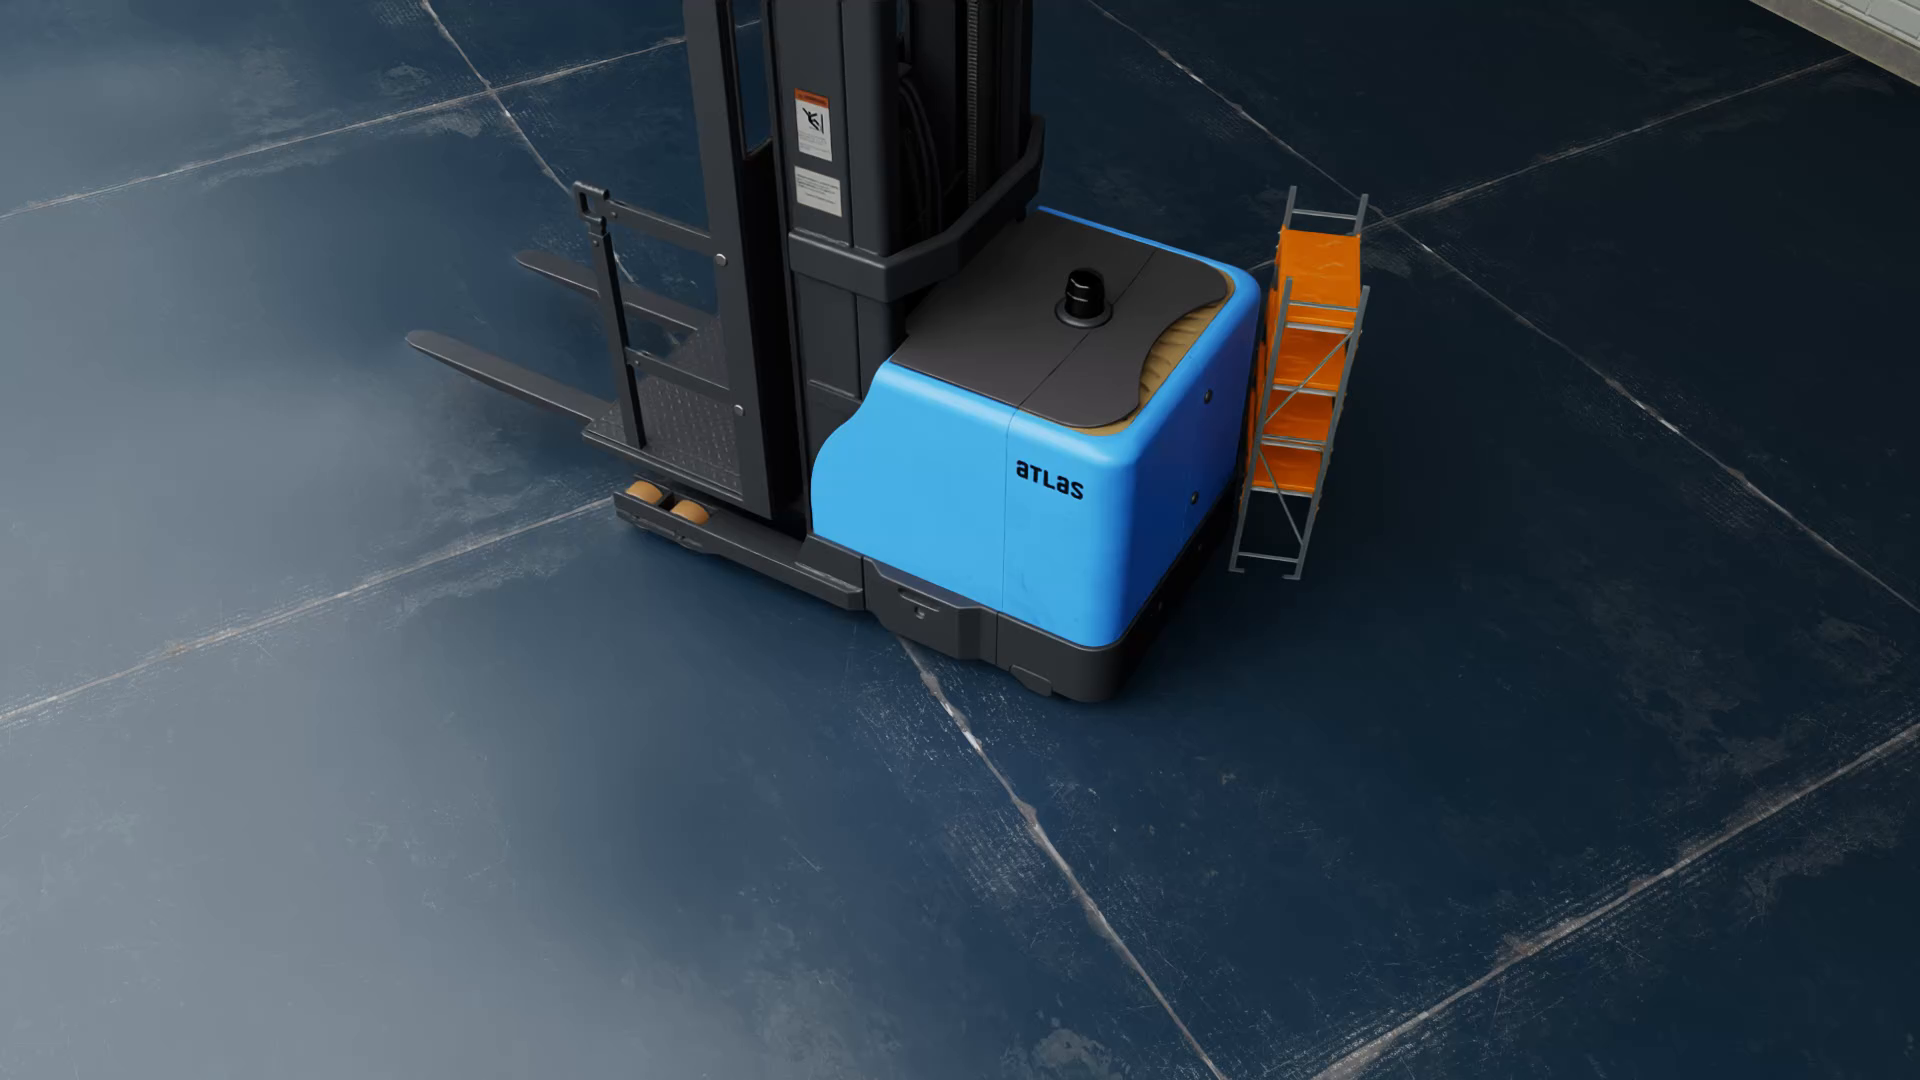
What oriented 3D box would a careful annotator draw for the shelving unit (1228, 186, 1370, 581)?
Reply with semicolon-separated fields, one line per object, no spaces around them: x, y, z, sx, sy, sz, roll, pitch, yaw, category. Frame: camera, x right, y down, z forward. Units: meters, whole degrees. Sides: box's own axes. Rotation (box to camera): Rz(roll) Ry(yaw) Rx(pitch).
1.084;-0.480;5.378;0.258;1.200;0.503;8;45;6;shelving unit

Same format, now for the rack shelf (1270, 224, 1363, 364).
1.094;-0.761;5.103;0.258;0.148;0.480;8;45;6;rack shelf

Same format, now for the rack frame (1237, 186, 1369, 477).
1.124;-0.648;5.551;0.240;1.200;0.015;8;45;6;rack frame

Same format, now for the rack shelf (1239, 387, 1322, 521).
1.077;-0.290;5.564;0.258;0.148;0.480;8;45;6;rack shelf

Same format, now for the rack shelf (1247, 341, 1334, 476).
1.082;-0.432;5.425;0.258;0.148;0.480;8;45;6;rack shelf

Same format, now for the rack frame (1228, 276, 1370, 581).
1.044;-0.312;5.205;0.240;1.200;0.015;8;45;6;rack frame

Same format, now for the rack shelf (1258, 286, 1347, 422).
1.088;-0.592;5.269;0.258;0.148;0.480;8;45;6;rack shelf

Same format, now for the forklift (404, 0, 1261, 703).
-0.602;-1.317;5.002;3.031;2.935;1.130;22;48;21;forklift
